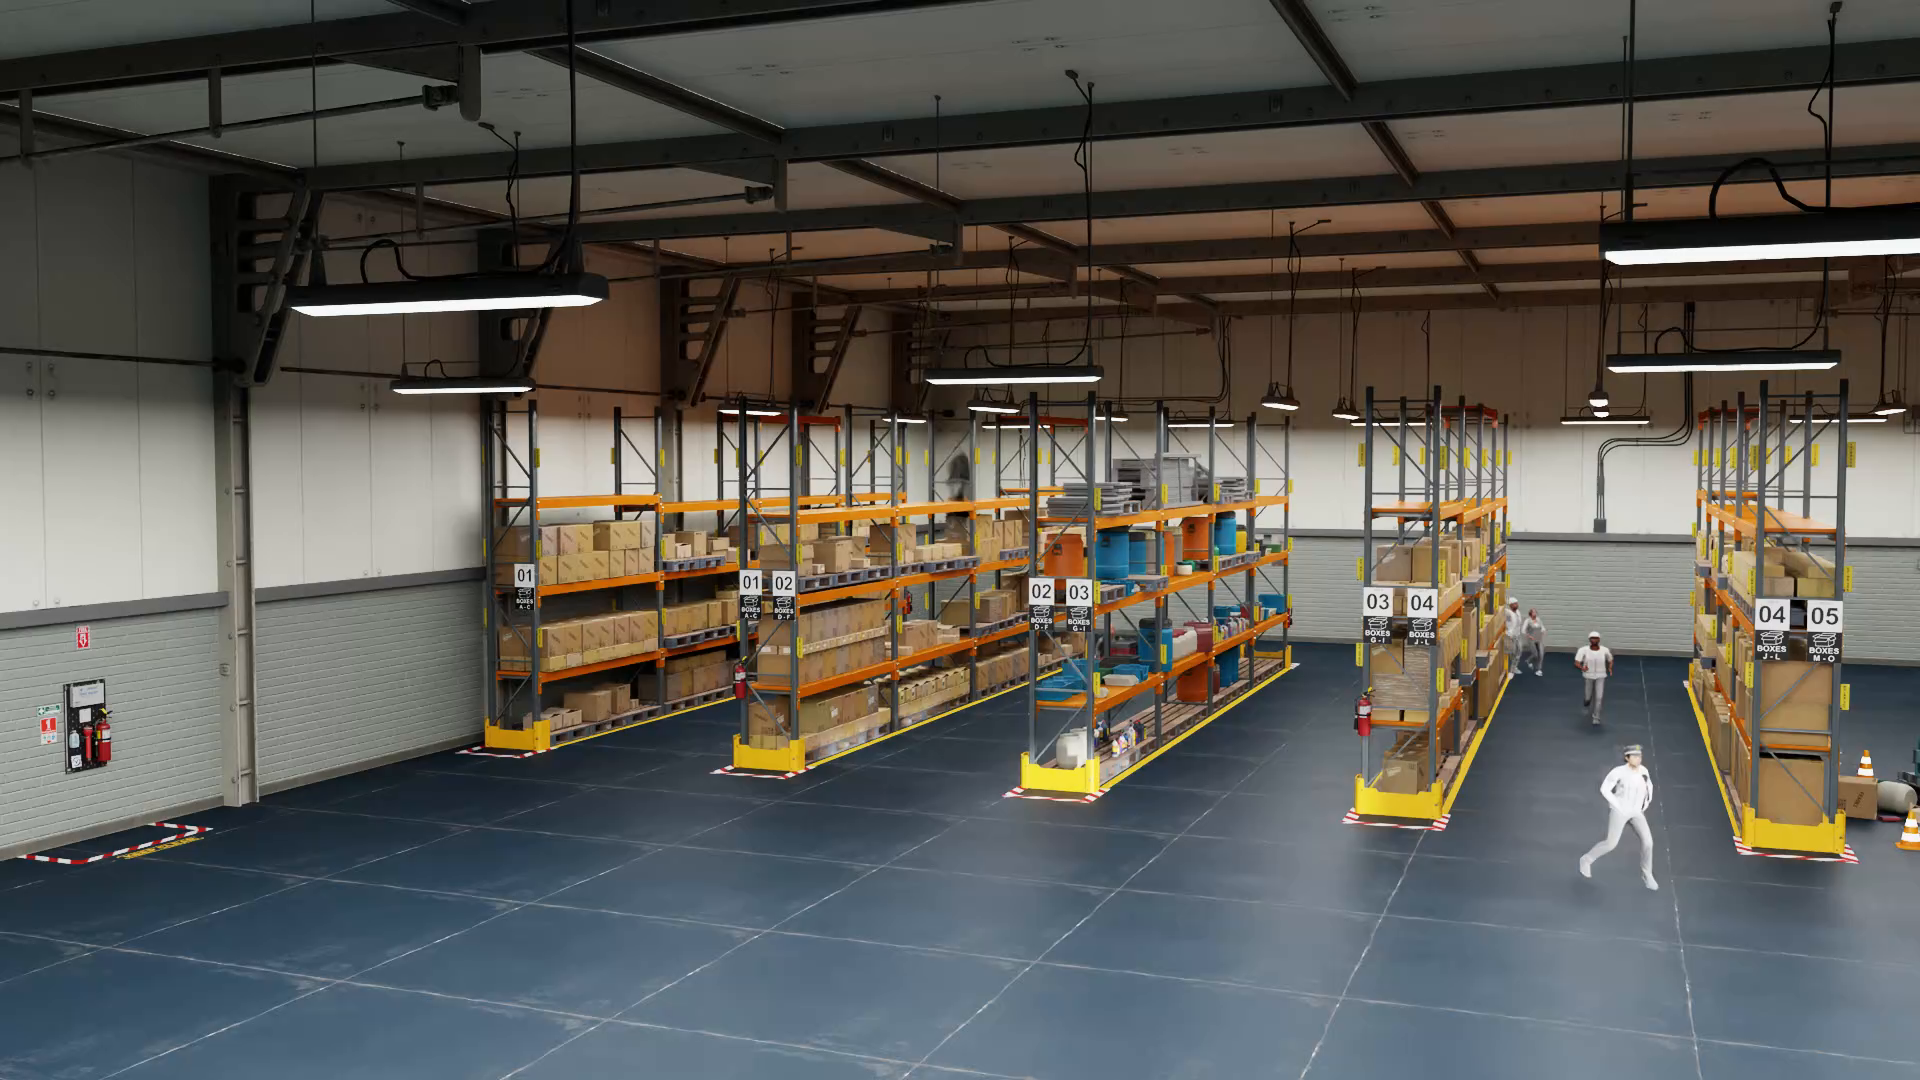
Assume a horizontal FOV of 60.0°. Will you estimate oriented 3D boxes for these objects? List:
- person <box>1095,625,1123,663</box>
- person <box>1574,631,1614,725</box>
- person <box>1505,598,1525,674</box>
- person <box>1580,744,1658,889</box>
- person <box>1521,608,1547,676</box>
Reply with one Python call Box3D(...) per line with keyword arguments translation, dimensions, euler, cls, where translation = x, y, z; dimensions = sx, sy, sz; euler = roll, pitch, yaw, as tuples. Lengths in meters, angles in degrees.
Box3D(translation=(3.018, 2.534, 33.182), dimensions=(0.684, 1.703, 0.785), euler=(1, 3, 17), cls="person")
Box3D(translation=(11.976, 2.591, 31.394), dimensions=(0.714, 1.733, 0.791), euler=(1, 3, 14), cls="person")
Box3D(translation=(12.832, 2.221, 38.763), dimensions=(0.707, 1.763, 0.686), euler=(-2, 4, -39), cls="person")
Box3D(translation=(7.809, 3.228, 19.567), dimensions=(0.841, 1.682, 0.713), euler=(-1, 3, -15), cls="person")
Box3D(translation=(13.254, 2.346, 38.465), dimensions=(0.571, 1.555, 0.595), euler=(-1, 3, -11), cls="person")
